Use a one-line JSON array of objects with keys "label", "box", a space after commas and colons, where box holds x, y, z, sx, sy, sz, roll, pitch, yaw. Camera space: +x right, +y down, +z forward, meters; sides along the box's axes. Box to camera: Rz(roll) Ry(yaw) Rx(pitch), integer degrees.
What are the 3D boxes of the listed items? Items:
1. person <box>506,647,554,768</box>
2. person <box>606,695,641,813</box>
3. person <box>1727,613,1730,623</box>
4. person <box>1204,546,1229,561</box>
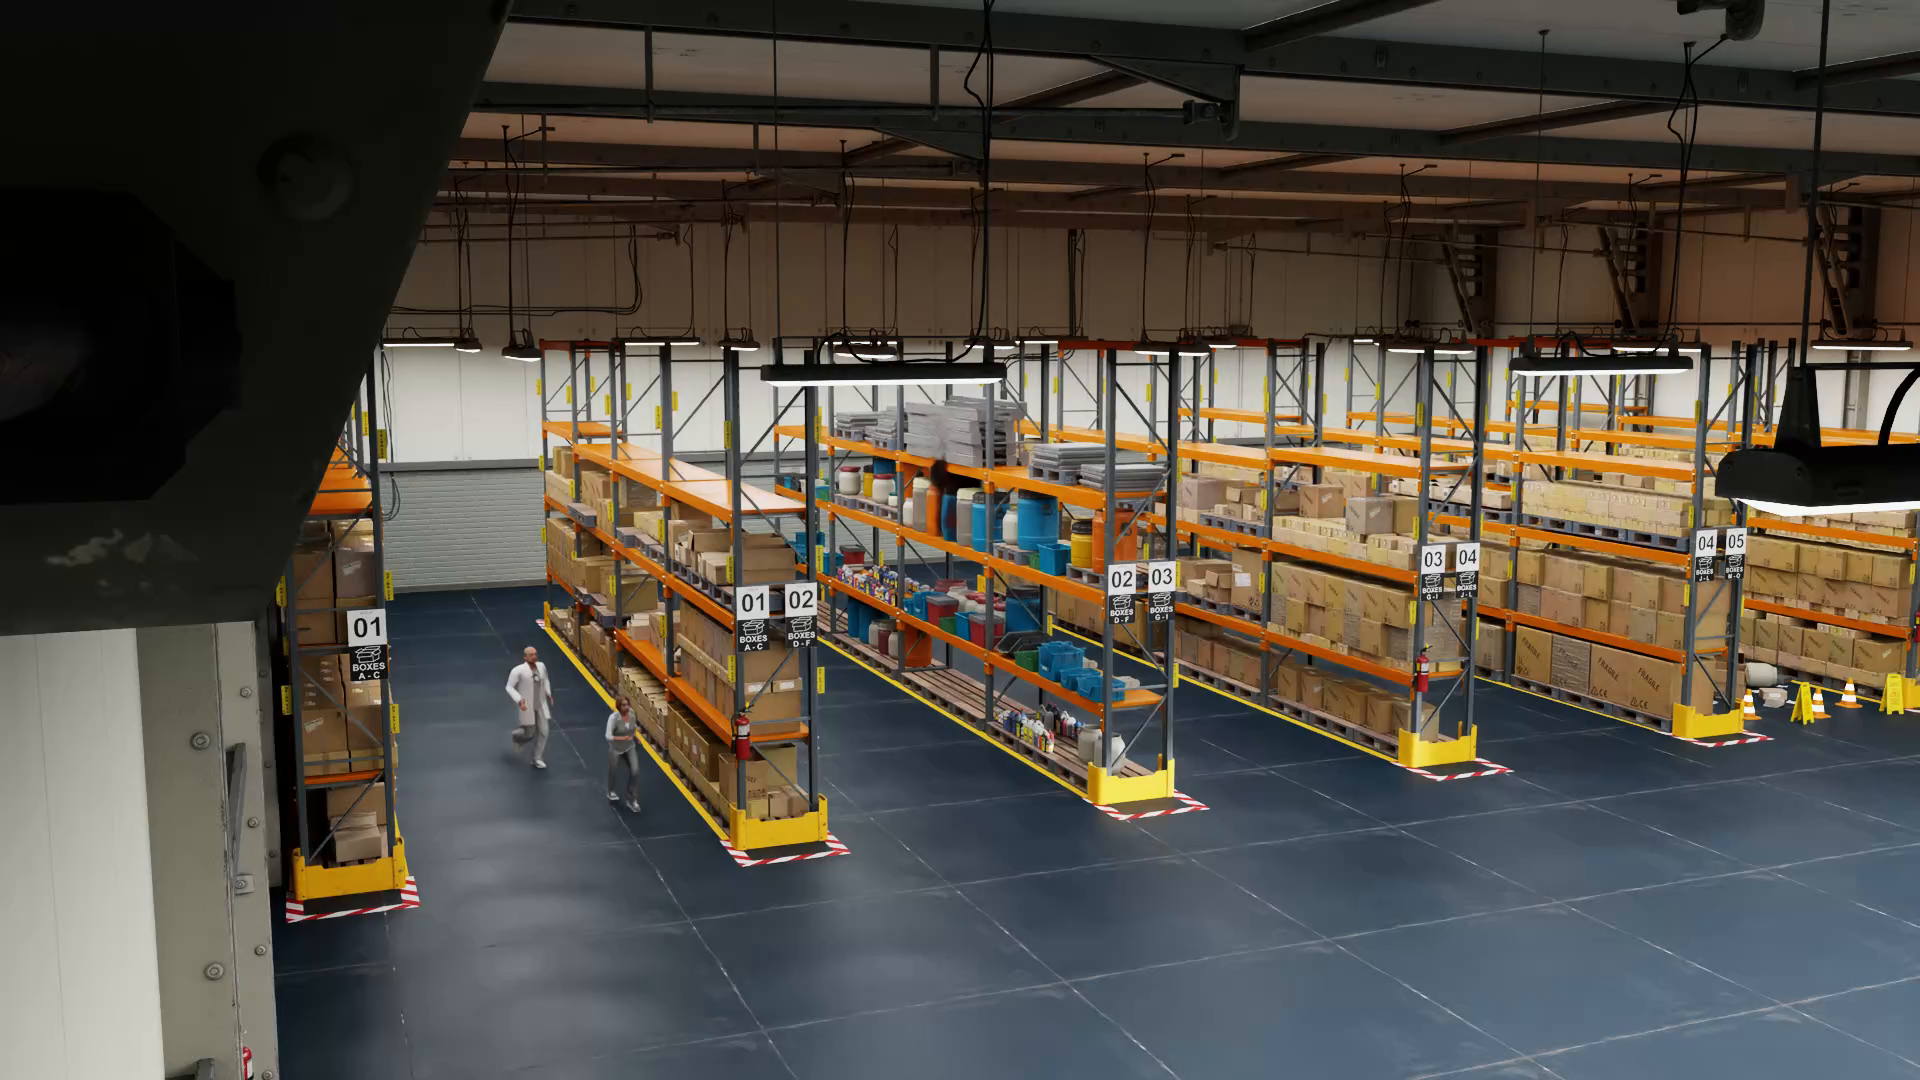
[{"label": "person", "box": [-6.186, 2.381, 23.904, 0.721, 1.735, 0.806, -7, 10, -42]}, {"label": "person", "box": [-4.402, 2.757, 21.681, 0.533, 1.557, 0.904, -4, 9, -30]}, {"label": "person", "box": [15.565, 0.966, 34.319, 0.655, 1.765, 1.000, -4, 8, -26]}, {"label": "person", "box": [6.529, -0.117, 42.753, 0.908, 1.755, 0.663, -6, 9, -37]}]
